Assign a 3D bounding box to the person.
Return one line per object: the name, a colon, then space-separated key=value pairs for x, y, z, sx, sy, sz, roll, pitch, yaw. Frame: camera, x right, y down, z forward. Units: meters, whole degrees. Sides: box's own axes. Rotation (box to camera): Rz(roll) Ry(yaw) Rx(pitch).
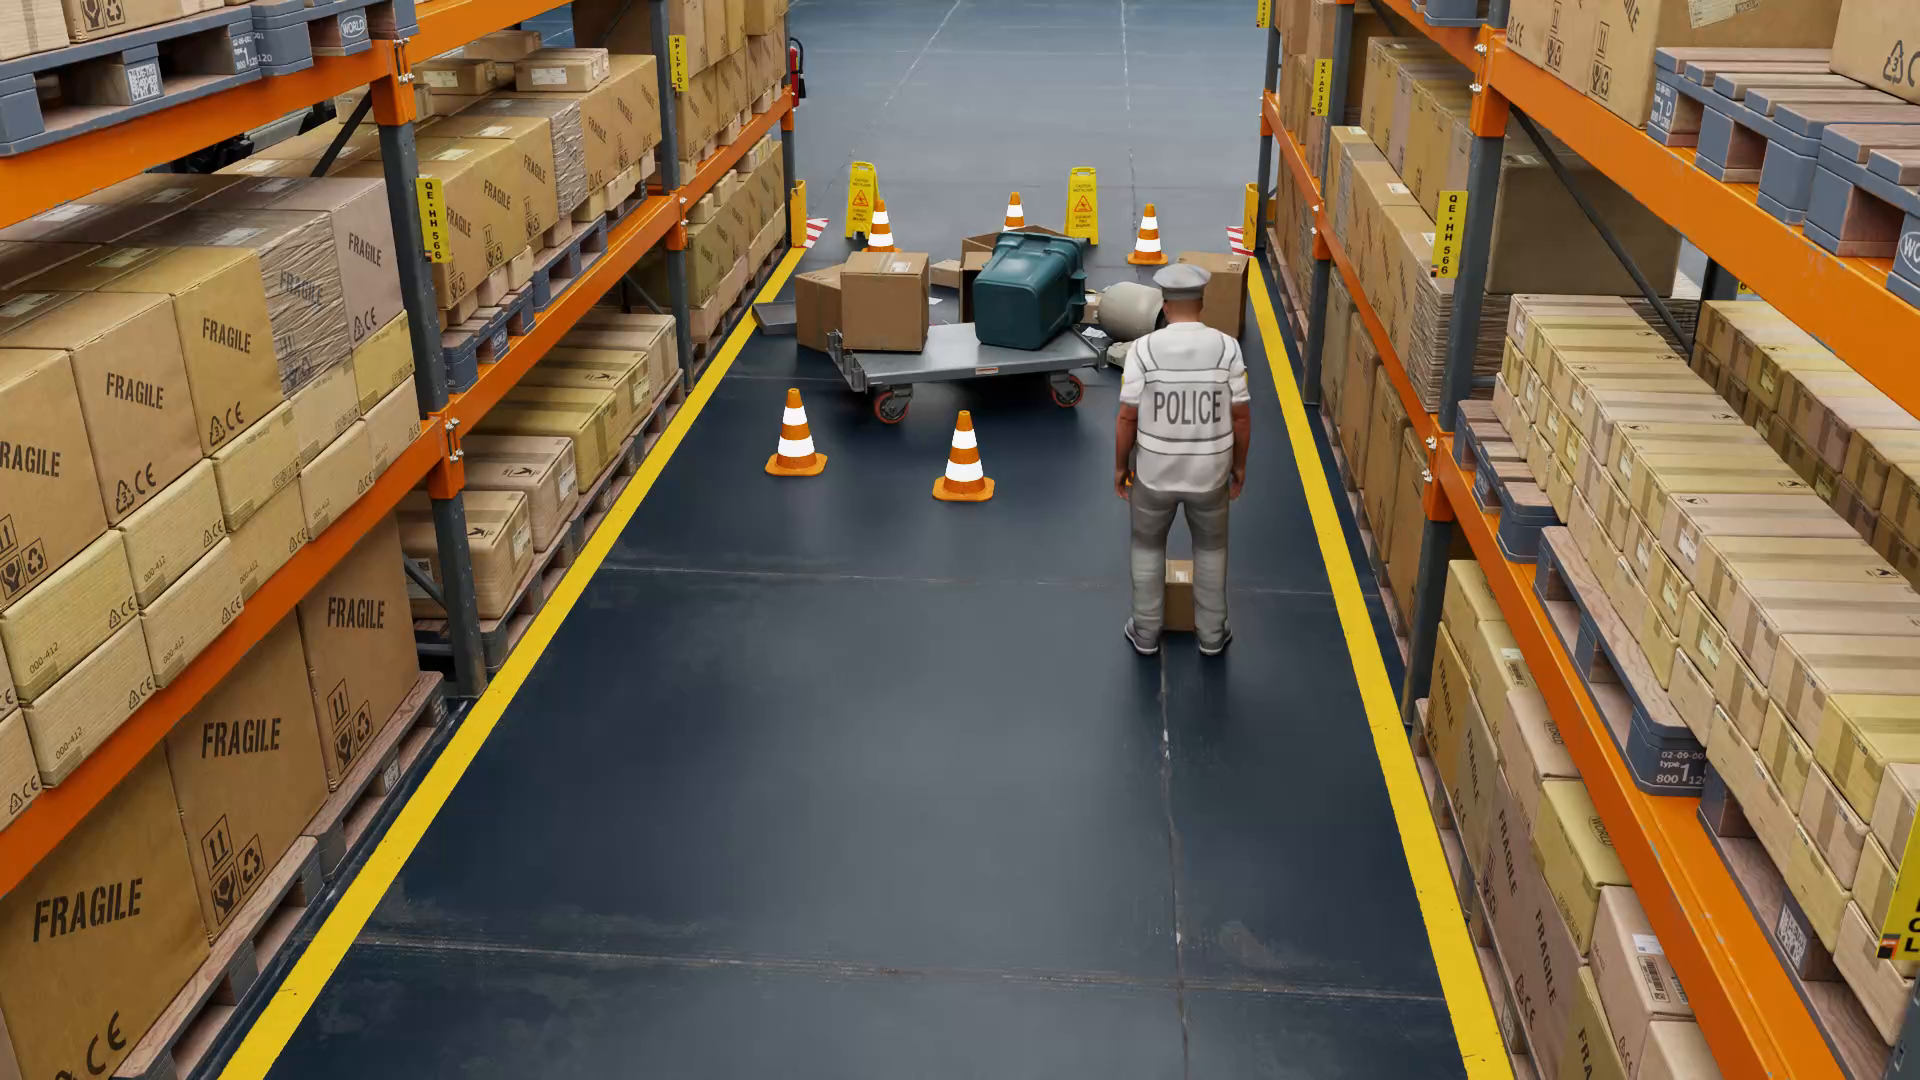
person: x=0.967 y=-0.308 z=7.277 sx=0.591 sy=1.746 sz=0.437 roll=1 pitch=24 yaw=2
